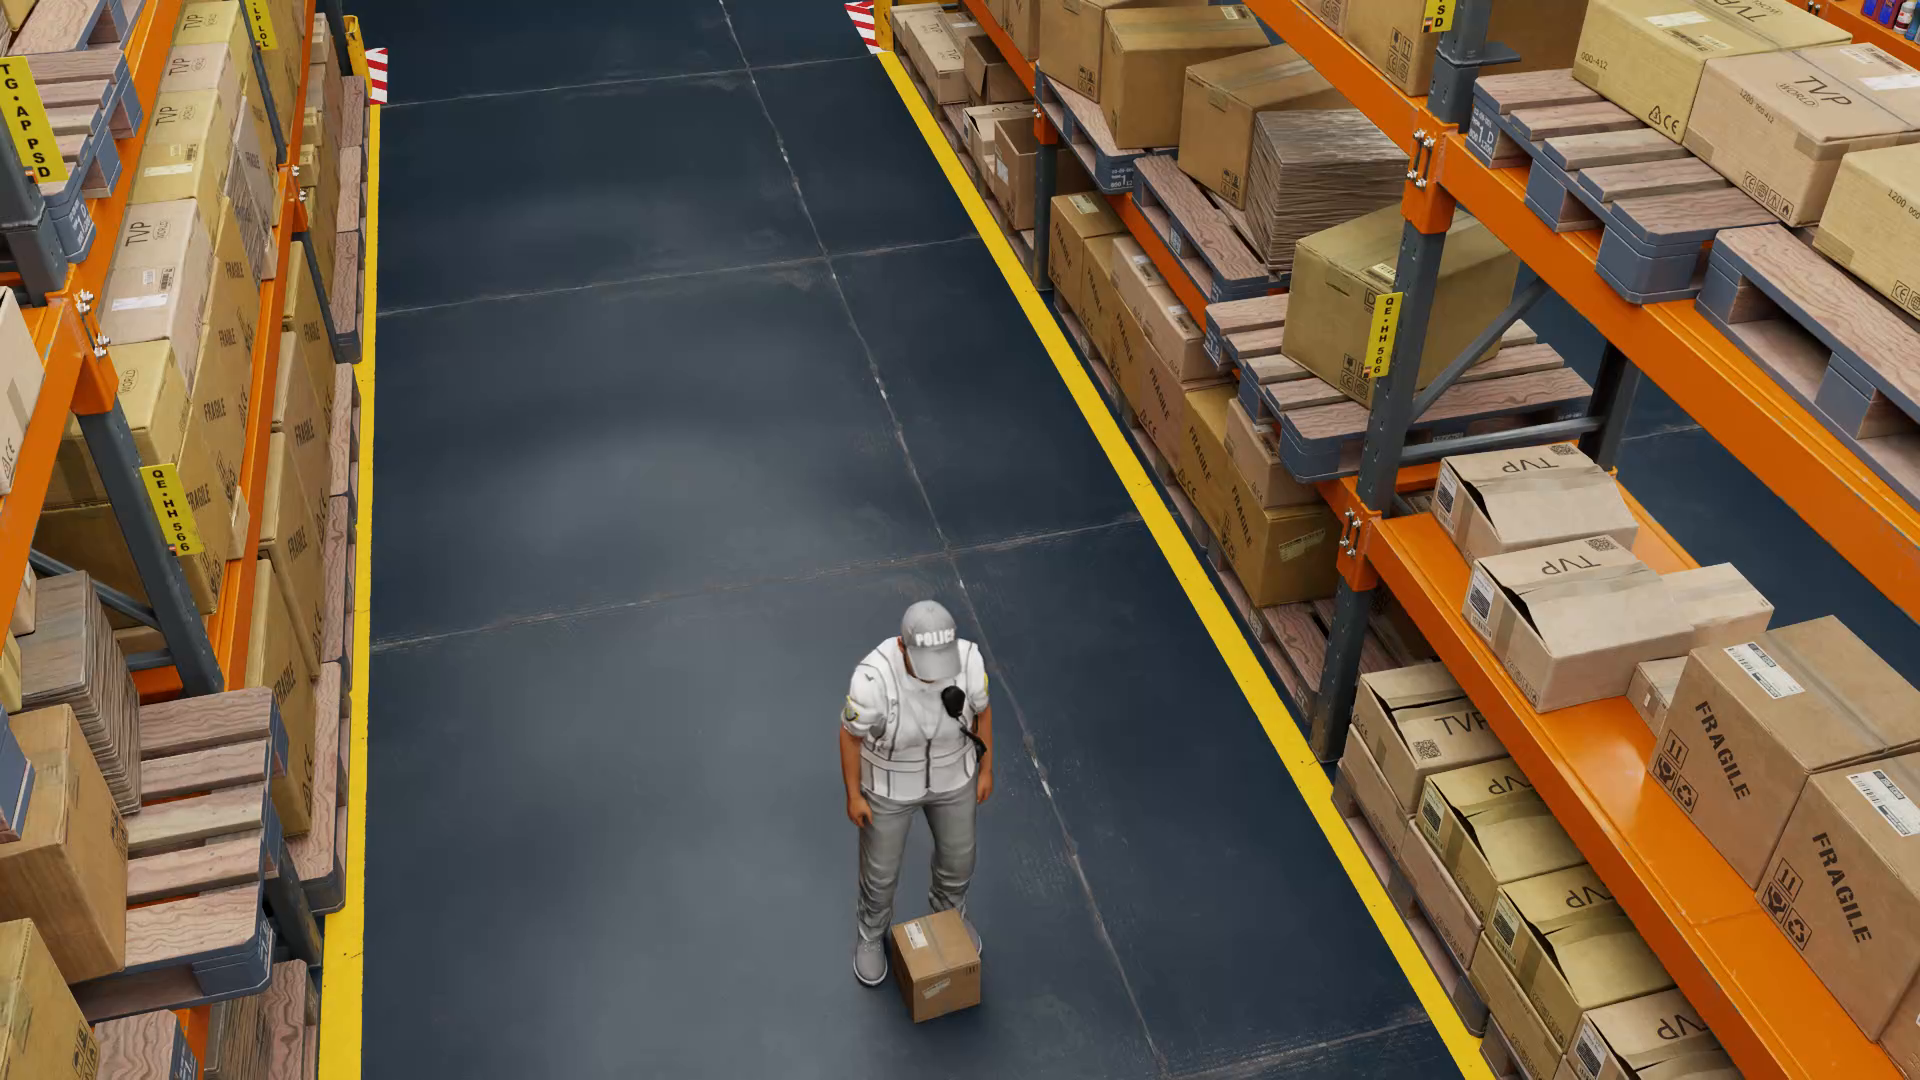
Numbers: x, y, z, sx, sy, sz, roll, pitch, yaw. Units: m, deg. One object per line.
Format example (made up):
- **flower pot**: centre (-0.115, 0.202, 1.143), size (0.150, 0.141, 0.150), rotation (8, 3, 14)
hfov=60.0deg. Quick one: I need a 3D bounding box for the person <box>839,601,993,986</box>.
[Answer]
- **person**: centre (-0.142, 0.833, 5.658), size (0.547, 1.666, 0.473), rotation (-10, 39, -12)
